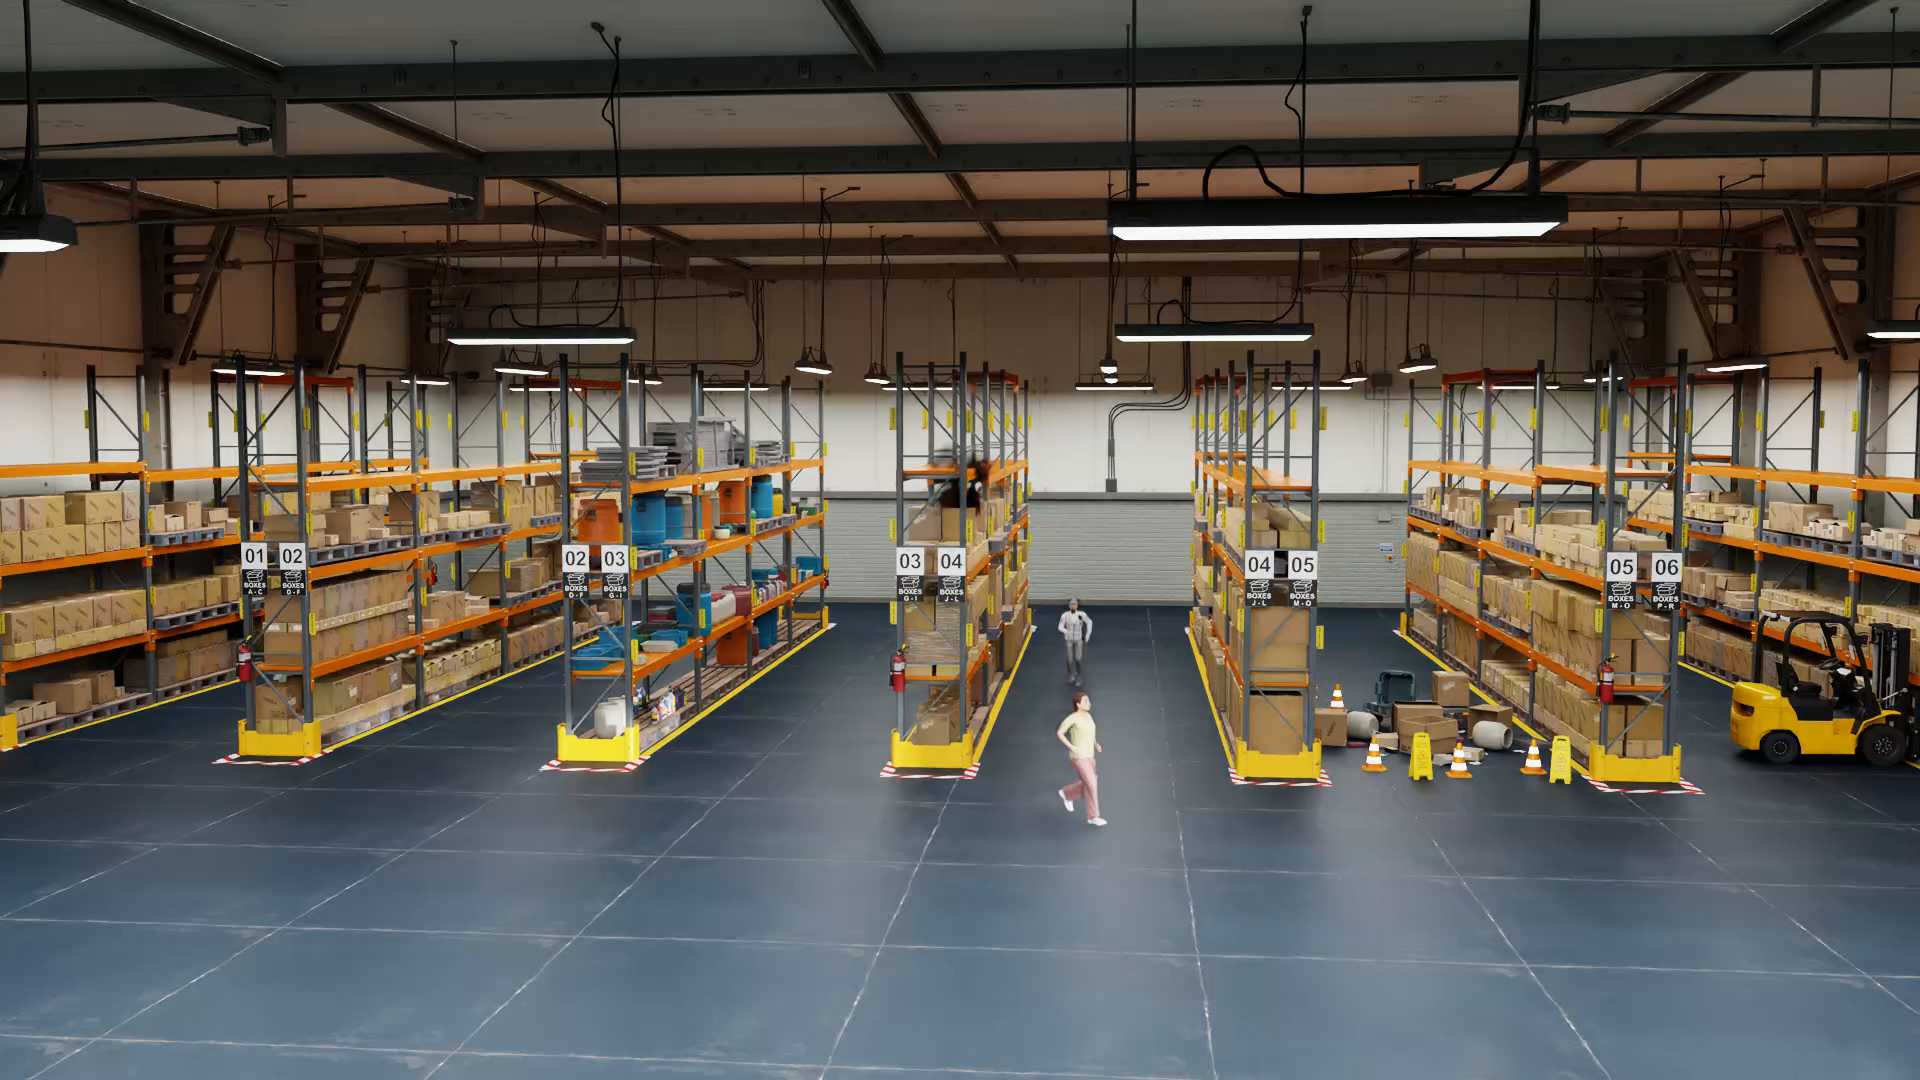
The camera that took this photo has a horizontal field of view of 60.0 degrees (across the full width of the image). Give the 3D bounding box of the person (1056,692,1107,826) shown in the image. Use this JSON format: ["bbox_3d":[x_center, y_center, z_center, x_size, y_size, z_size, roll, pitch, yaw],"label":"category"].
[{"bbox_3d":[1.501,2.710,20.752,0.783,1.637,0.609,4,5,41],"label":"person"}]

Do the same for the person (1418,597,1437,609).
[{"bbox_3d":[11.399,1.339,40.328,0.689,1.646,0.678,2,4,24],"label":"person"}]

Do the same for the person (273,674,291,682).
[{"bbox_3d":[-11.371,2.136,28.131,0.705,1.727,0.661,0,4,-1],"label":"person"}]

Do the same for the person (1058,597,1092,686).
[{"bbox_3d":[2.180,1.932,31.555,0.633,1.713,0.670,0,4,5],"label":"person"}]
